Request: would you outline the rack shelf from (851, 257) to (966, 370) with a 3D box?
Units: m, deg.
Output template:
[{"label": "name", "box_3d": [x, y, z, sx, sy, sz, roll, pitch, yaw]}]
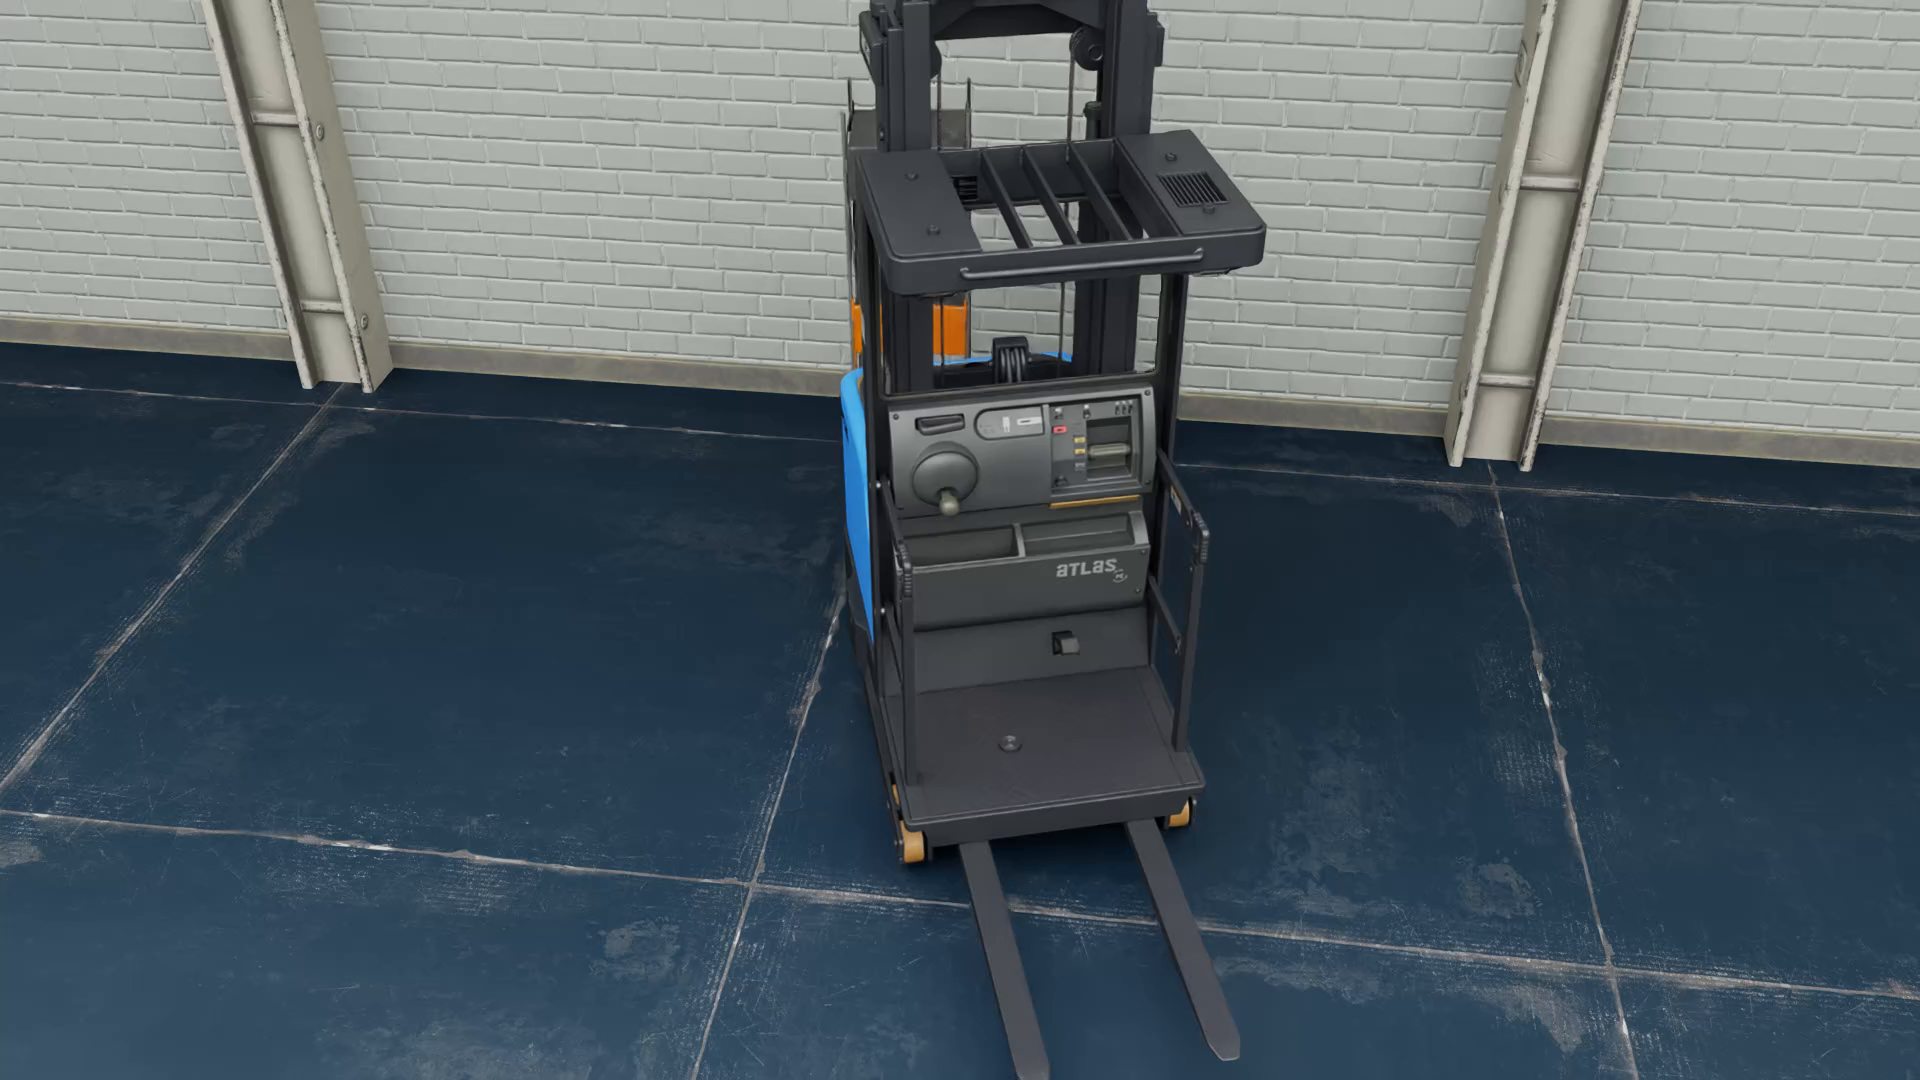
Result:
[{"label": "rack shelf", "box_3d": [-0.210, -0.908, 7.238, 0.480, 0.518, 0.431, 1, 36, 1]}]

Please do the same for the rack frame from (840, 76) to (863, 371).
[{"label": "rack frame", "box_3d": [-0.454, -0.921, 7.234, 0.015, 2.100, 0.400, 1, 36, 1]}]

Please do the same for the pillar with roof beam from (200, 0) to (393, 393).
[{"label": "pillar with roof beam", "box_3d": [-3.850, -2.069, 2.903, 0.400, 9.000, 9.100, 4, 36, 6]}]

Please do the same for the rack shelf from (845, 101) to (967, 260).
[{"label": "rack shelf", "box_3d": [-0.210, -1.478, 6.832, 0.480, 0.518, 0.431, 1, 36, 1]}]

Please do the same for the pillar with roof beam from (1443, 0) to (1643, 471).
[{"label": "pillar with roof beam", "box_3d": [2.101, -1.625, 2.281, 0.400, 9.000, 9.100, 4, 36, 6]}]

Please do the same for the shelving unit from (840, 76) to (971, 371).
[{"label": "shelving unit", "box_3d": [-0.210, -0.919, 7.230, 0.503, 2.100, 0.431, 1, 36, 1]}]

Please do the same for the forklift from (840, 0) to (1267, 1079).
[{"label": "forklift", "box_3d": [0.261, -0.243, 5.568, 1.130, 2.935, 3.031, -6, 36, -8]}]

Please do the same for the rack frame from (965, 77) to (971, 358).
[{"label": "rack frame", "box_3d": [0.034, -0.917, 7.227, 0.015, 2.100, 0.400, 1, 36, 1]}]
